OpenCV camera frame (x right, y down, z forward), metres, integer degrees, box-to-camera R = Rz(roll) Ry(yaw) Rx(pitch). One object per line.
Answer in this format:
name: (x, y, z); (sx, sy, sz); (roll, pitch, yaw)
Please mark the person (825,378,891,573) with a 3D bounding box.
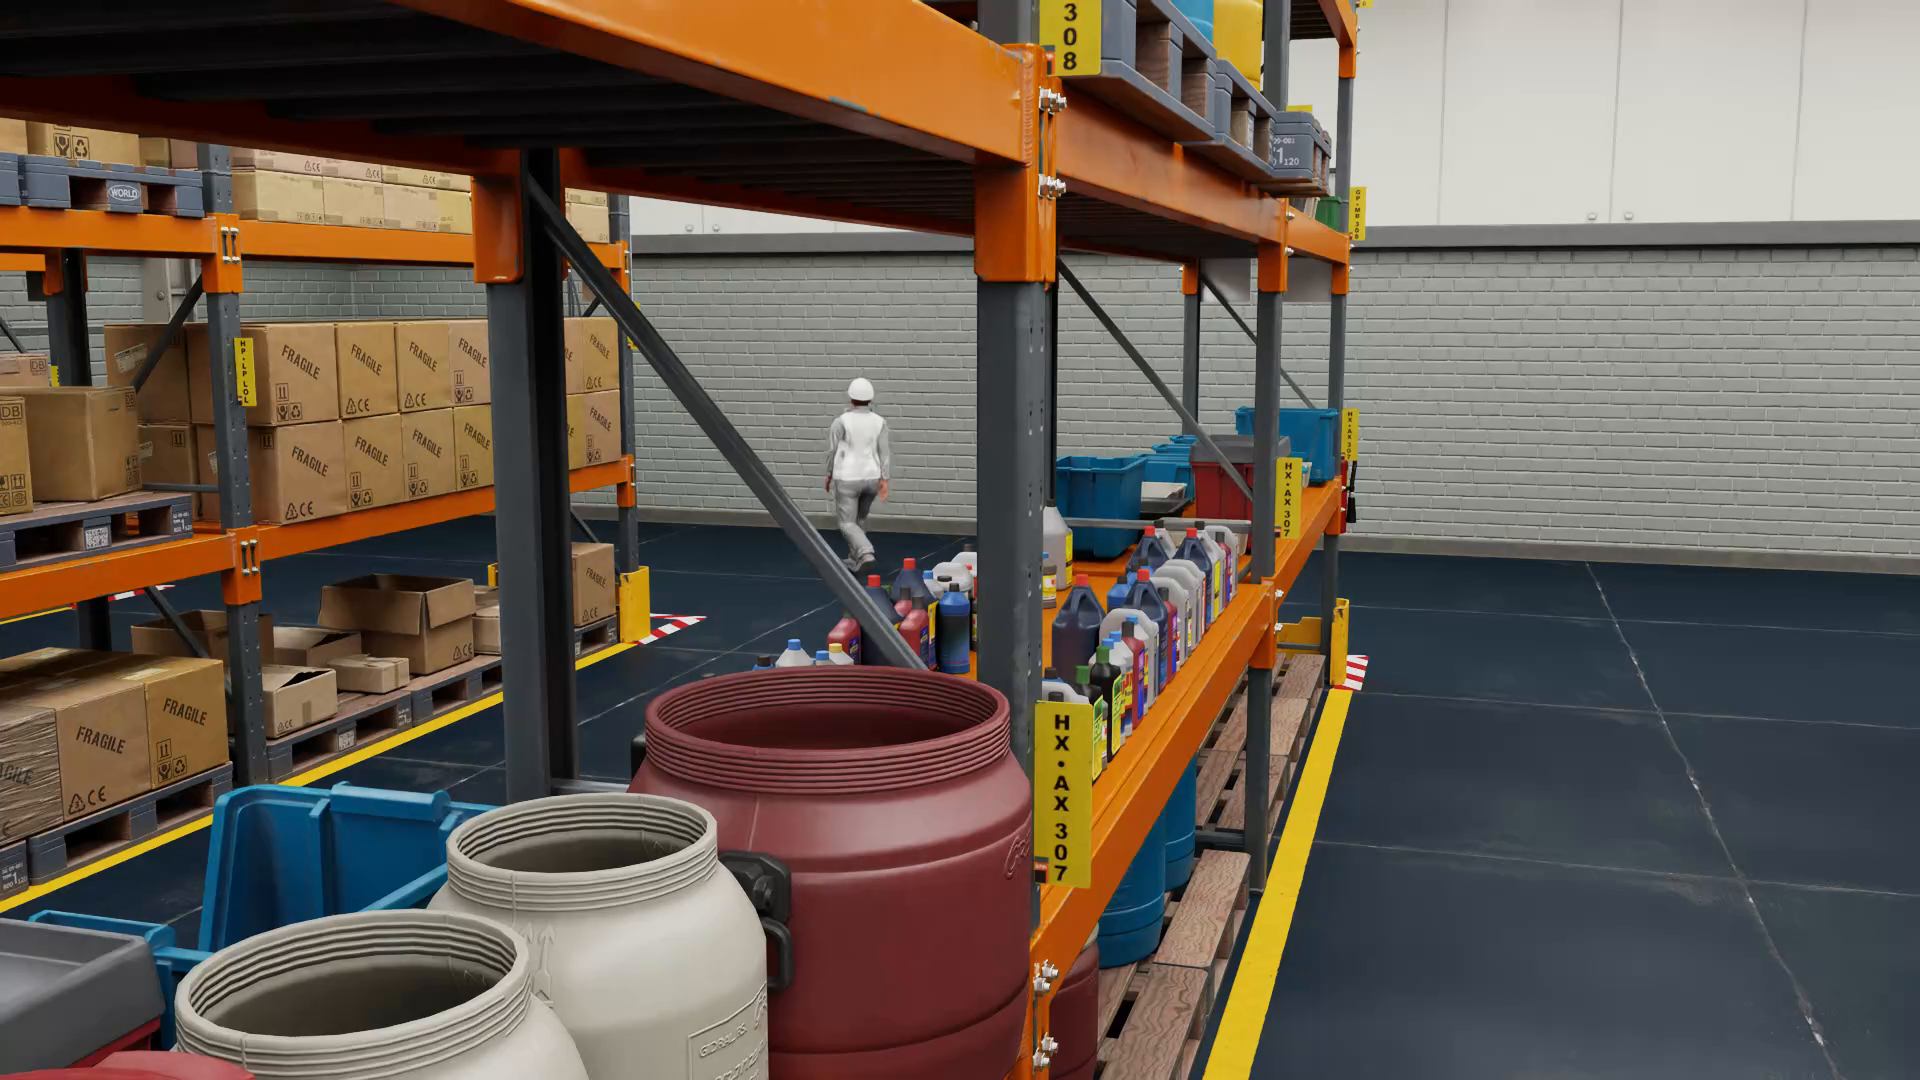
person: (-0.882, -0.538, 14.438); (0.532, 1.731, 0.957); (-5, 9, -28)
